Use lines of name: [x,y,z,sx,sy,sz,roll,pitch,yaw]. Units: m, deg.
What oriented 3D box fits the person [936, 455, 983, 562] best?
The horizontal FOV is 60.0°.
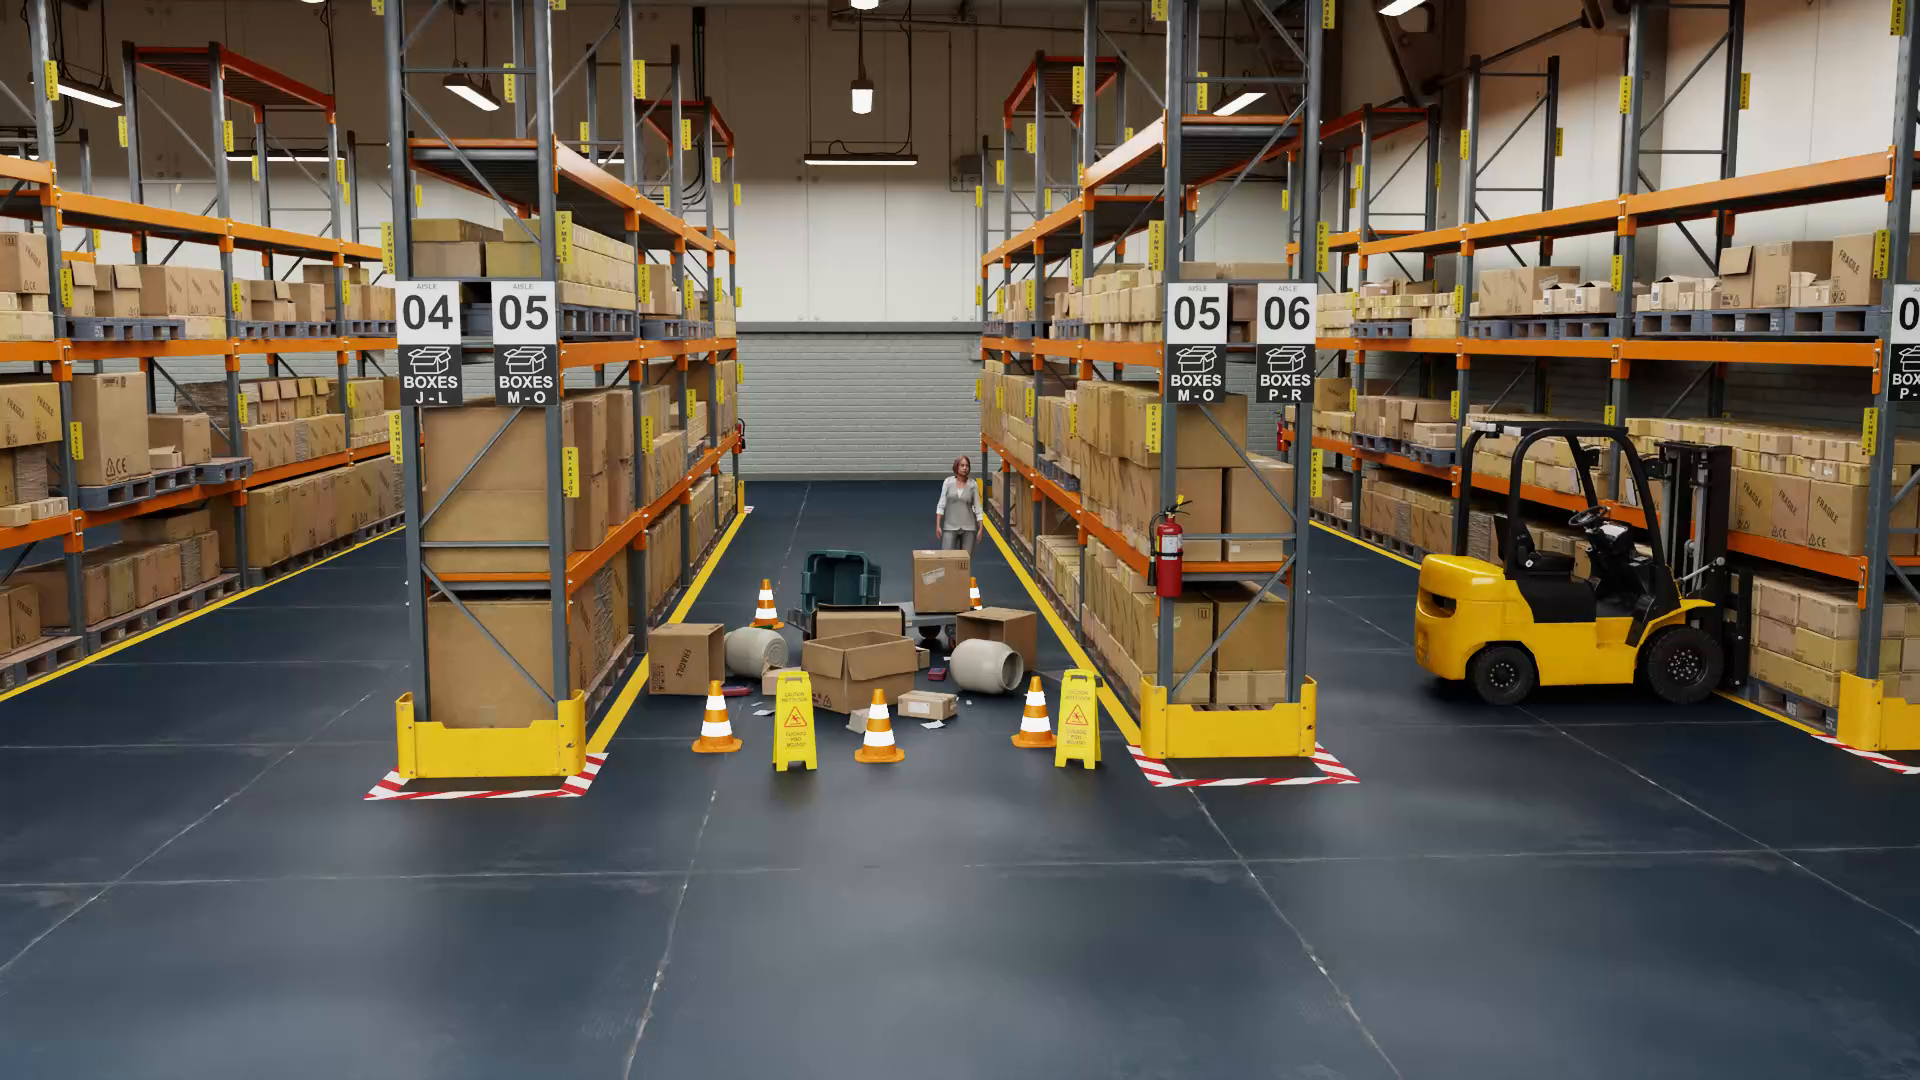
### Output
person: [-0.008,-0.073,17.316,0.521,1.600,0.472,0,7,-4]
